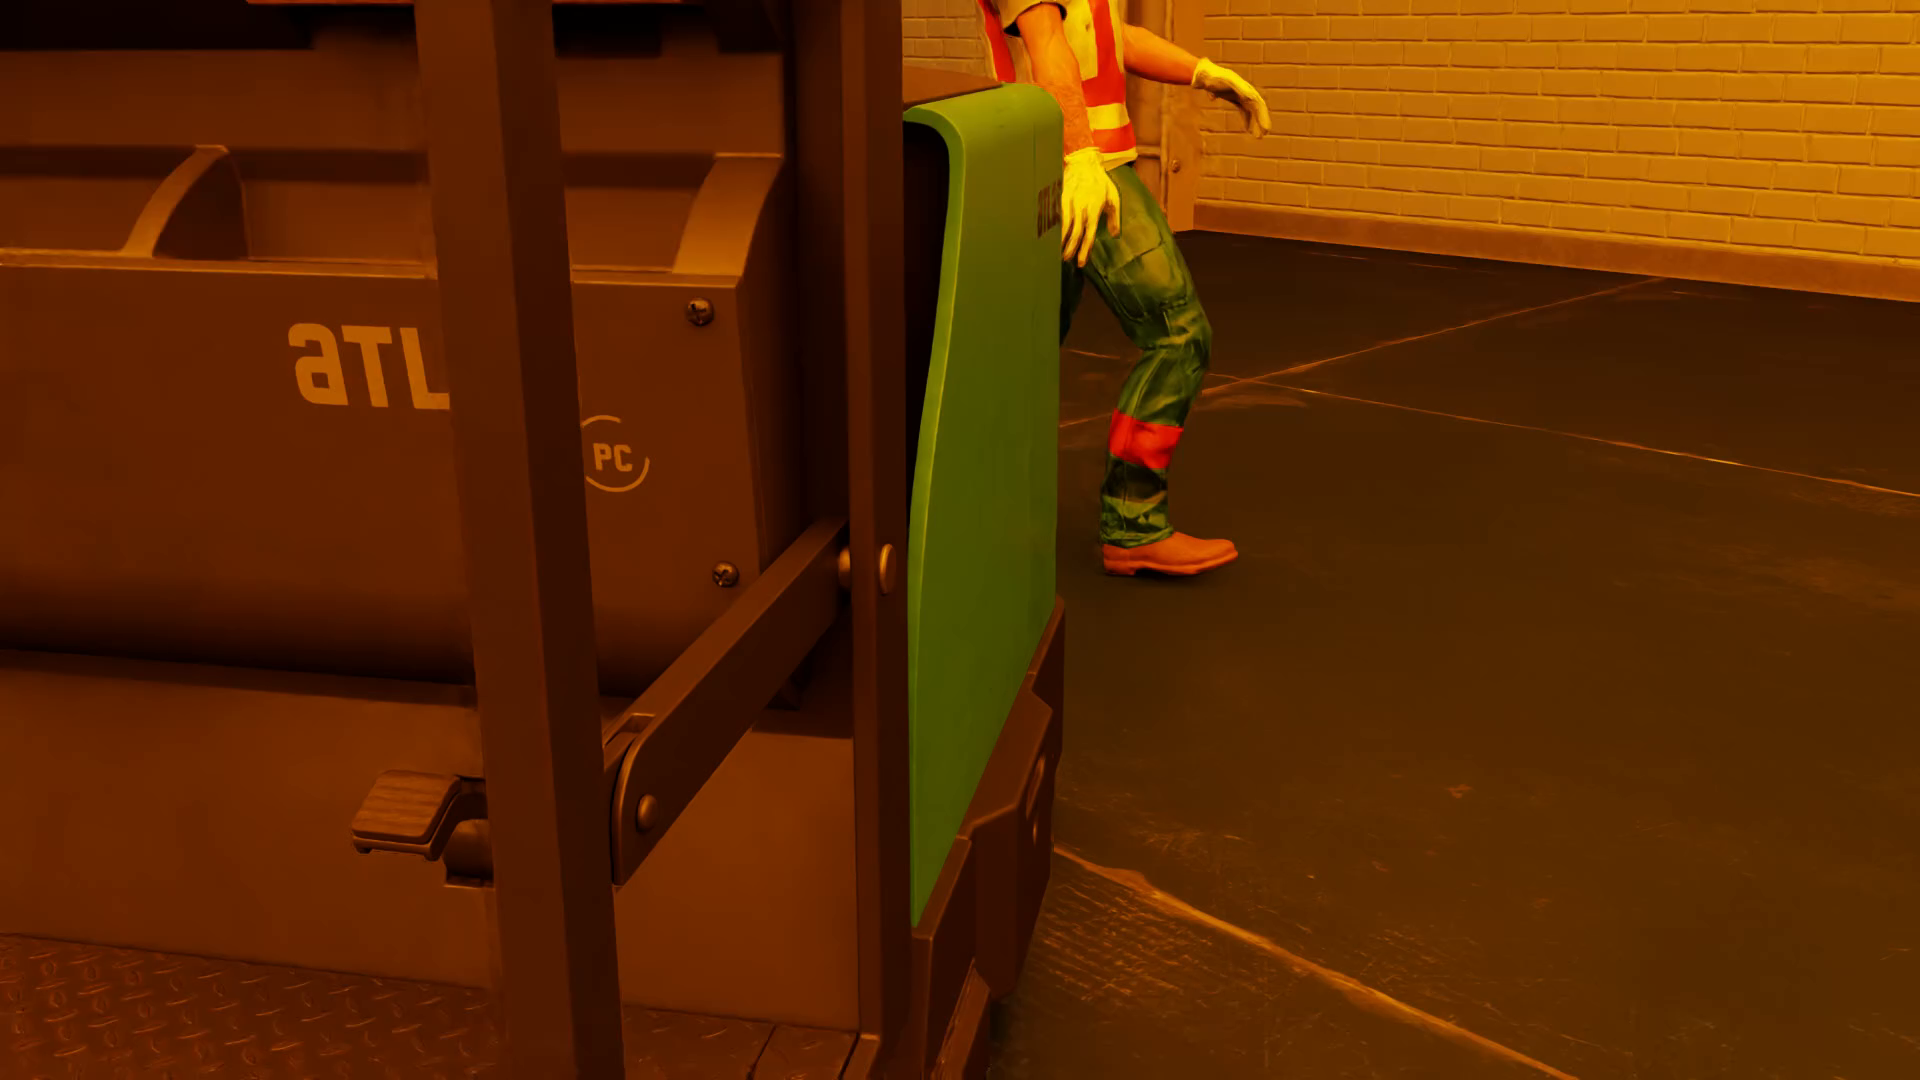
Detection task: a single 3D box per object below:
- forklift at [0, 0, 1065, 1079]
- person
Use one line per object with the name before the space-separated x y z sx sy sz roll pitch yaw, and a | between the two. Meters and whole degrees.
forklift | -0.633 -0.624 0.943 1.130 2.935 3.031 3 17 11
person | 0.291 -0.784 3.567 0.818 1.704 0.722 -3 17 -9
